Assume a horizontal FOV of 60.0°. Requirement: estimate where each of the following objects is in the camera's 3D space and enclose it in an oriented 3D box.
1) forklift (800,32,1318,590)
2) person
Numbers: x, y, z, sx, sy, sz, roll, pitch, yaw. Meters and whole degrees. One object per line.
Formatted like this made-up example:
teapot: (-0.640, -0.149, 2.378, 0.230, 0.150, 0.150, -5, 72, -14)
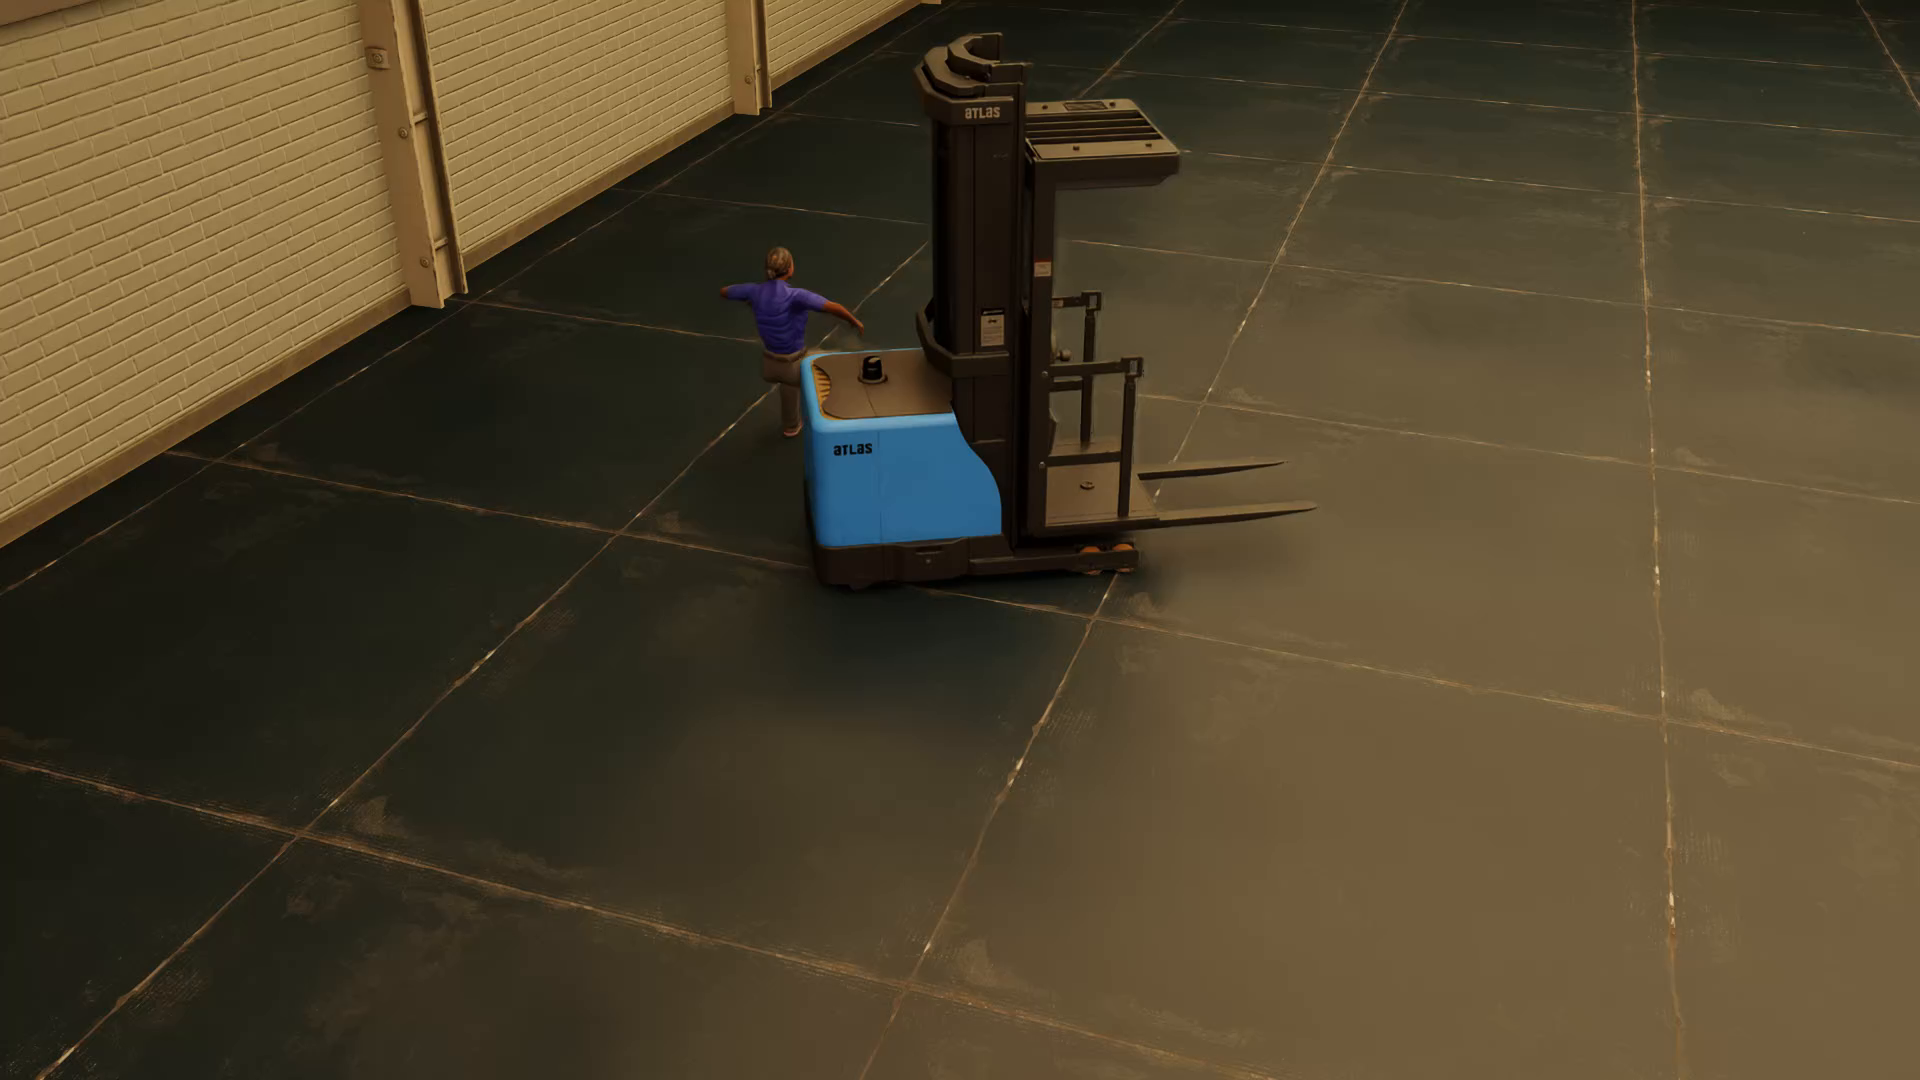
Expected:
forklift: (0.603, -1.321, 9.453, 3.031, 2.935, 1.130, -5, 30, -8)
person: (-1.068, -1.266, 10.840, 0.985, 1.456, 0.658, 18, 34, 29)
